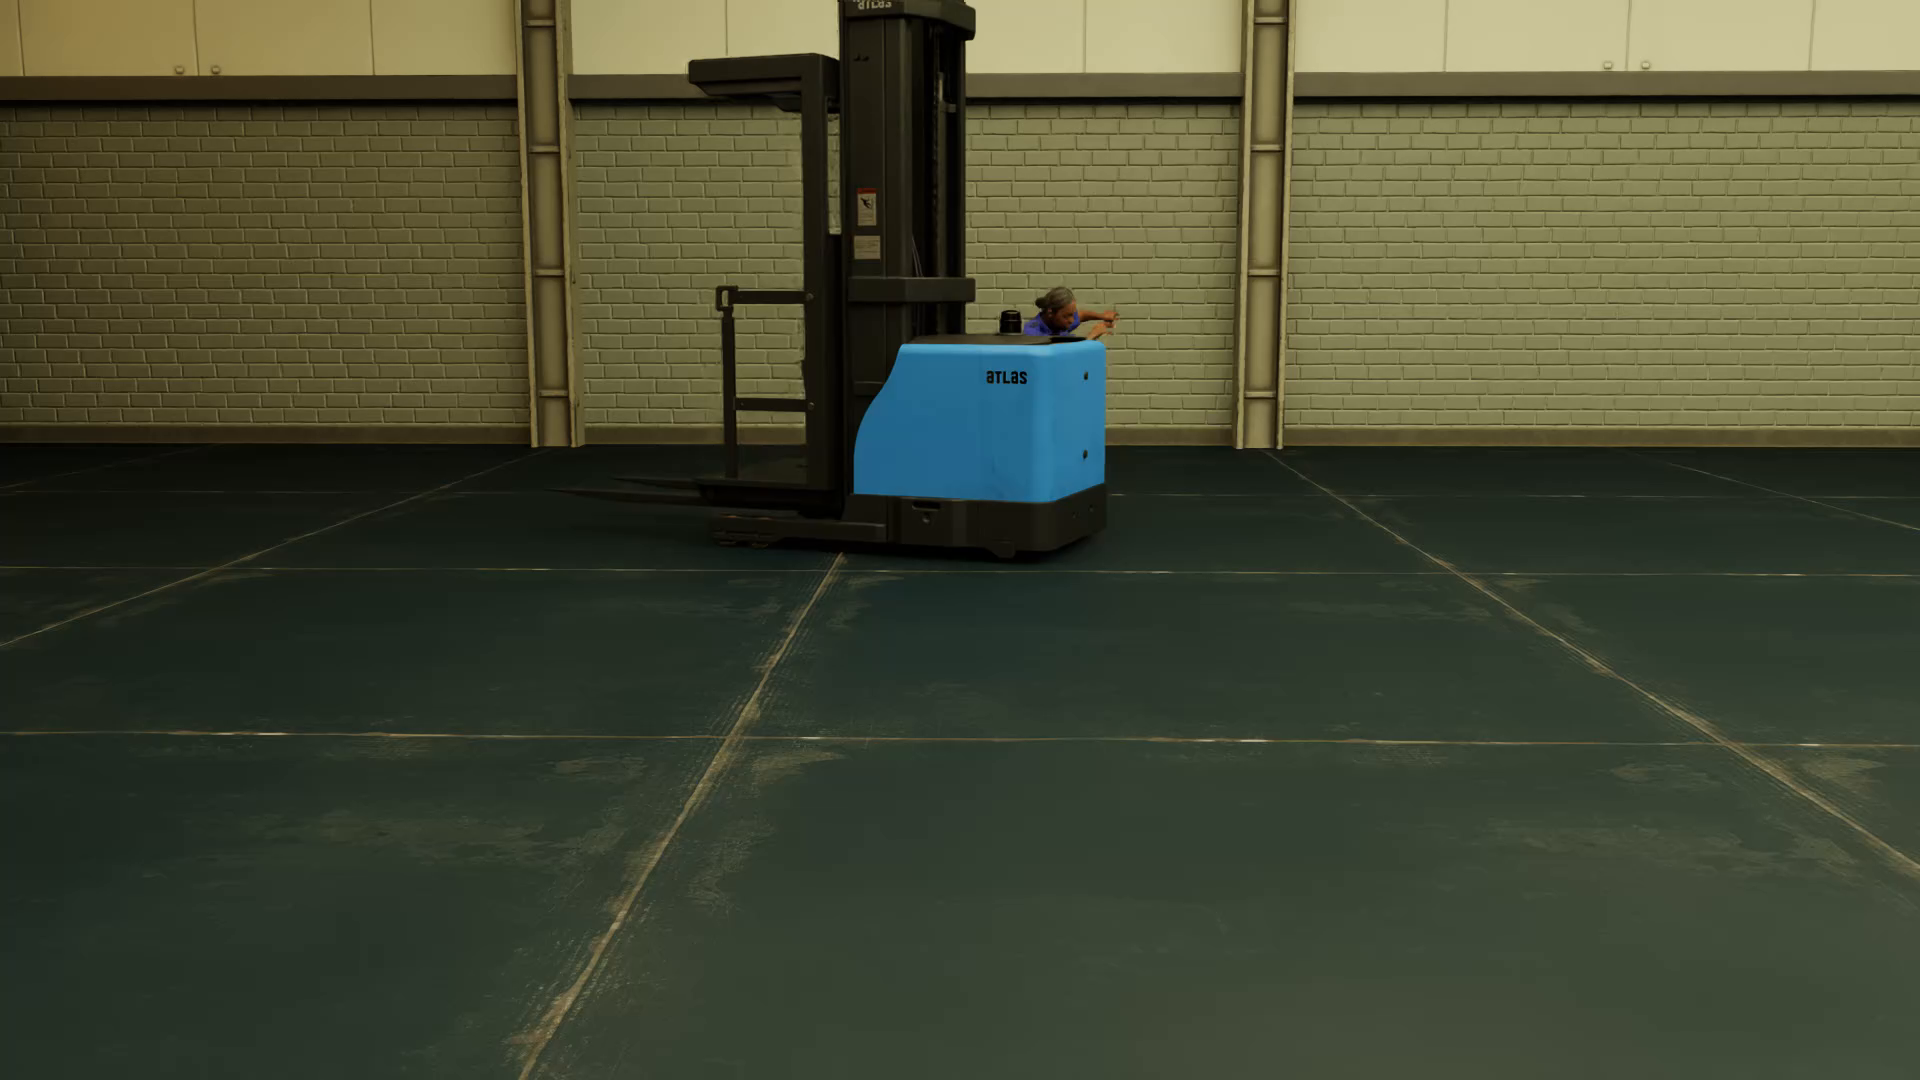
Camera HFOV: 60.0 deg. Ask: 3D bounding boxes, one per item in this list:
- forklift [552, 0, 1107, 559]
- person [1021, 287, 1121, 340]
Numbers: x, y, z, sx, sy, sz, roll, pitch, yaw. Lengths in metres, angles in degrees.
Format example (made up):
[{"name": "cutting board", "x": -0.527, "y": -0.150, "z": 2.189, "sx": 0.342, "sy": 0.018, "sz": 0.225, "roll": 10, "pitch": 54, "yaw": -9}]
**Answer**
[{"name": "forklift", "x": -0.775, "y": -1.475, "z": 8.949, "sx": 3.031, "sy": 2.935, "sz": 1.130, "roll": 3, "pitch": 9, "yaw": 22}, {"name": "person", "x": 0.628, "y": -0.796, "z": 9.717, "sx": 0.678, "sy": 1.353, "sz": 1.410, "roll": 8, "pitch": 12, "yaw": 42}]
